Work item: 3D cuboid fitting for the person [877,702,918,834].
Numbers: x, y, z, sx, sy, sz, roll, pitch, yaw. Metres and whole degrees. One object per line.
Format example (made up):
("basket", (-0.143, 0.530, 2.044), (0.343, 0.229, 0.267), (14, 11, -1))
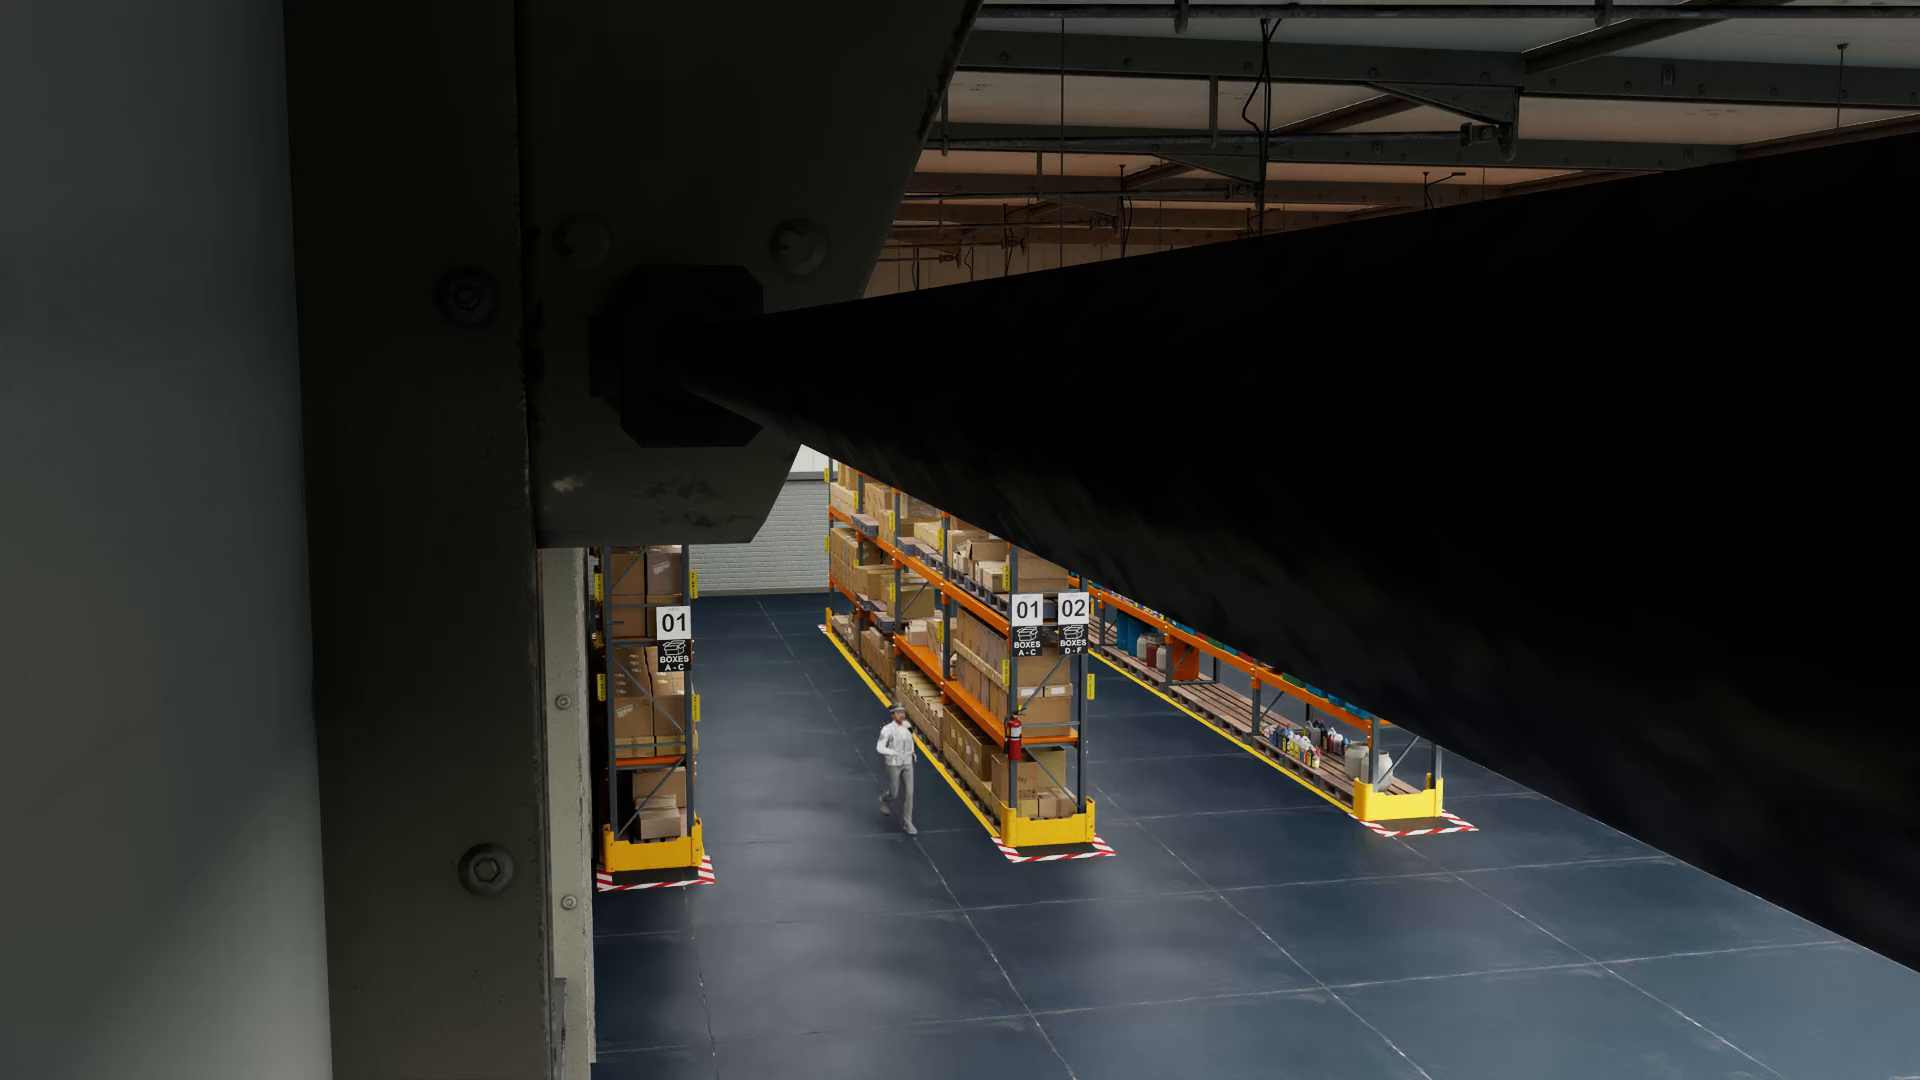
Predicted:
("person", (-0.786, 2.917, 21.618), (0.618, 1.667, 0.893), (-3, 8, -27))
